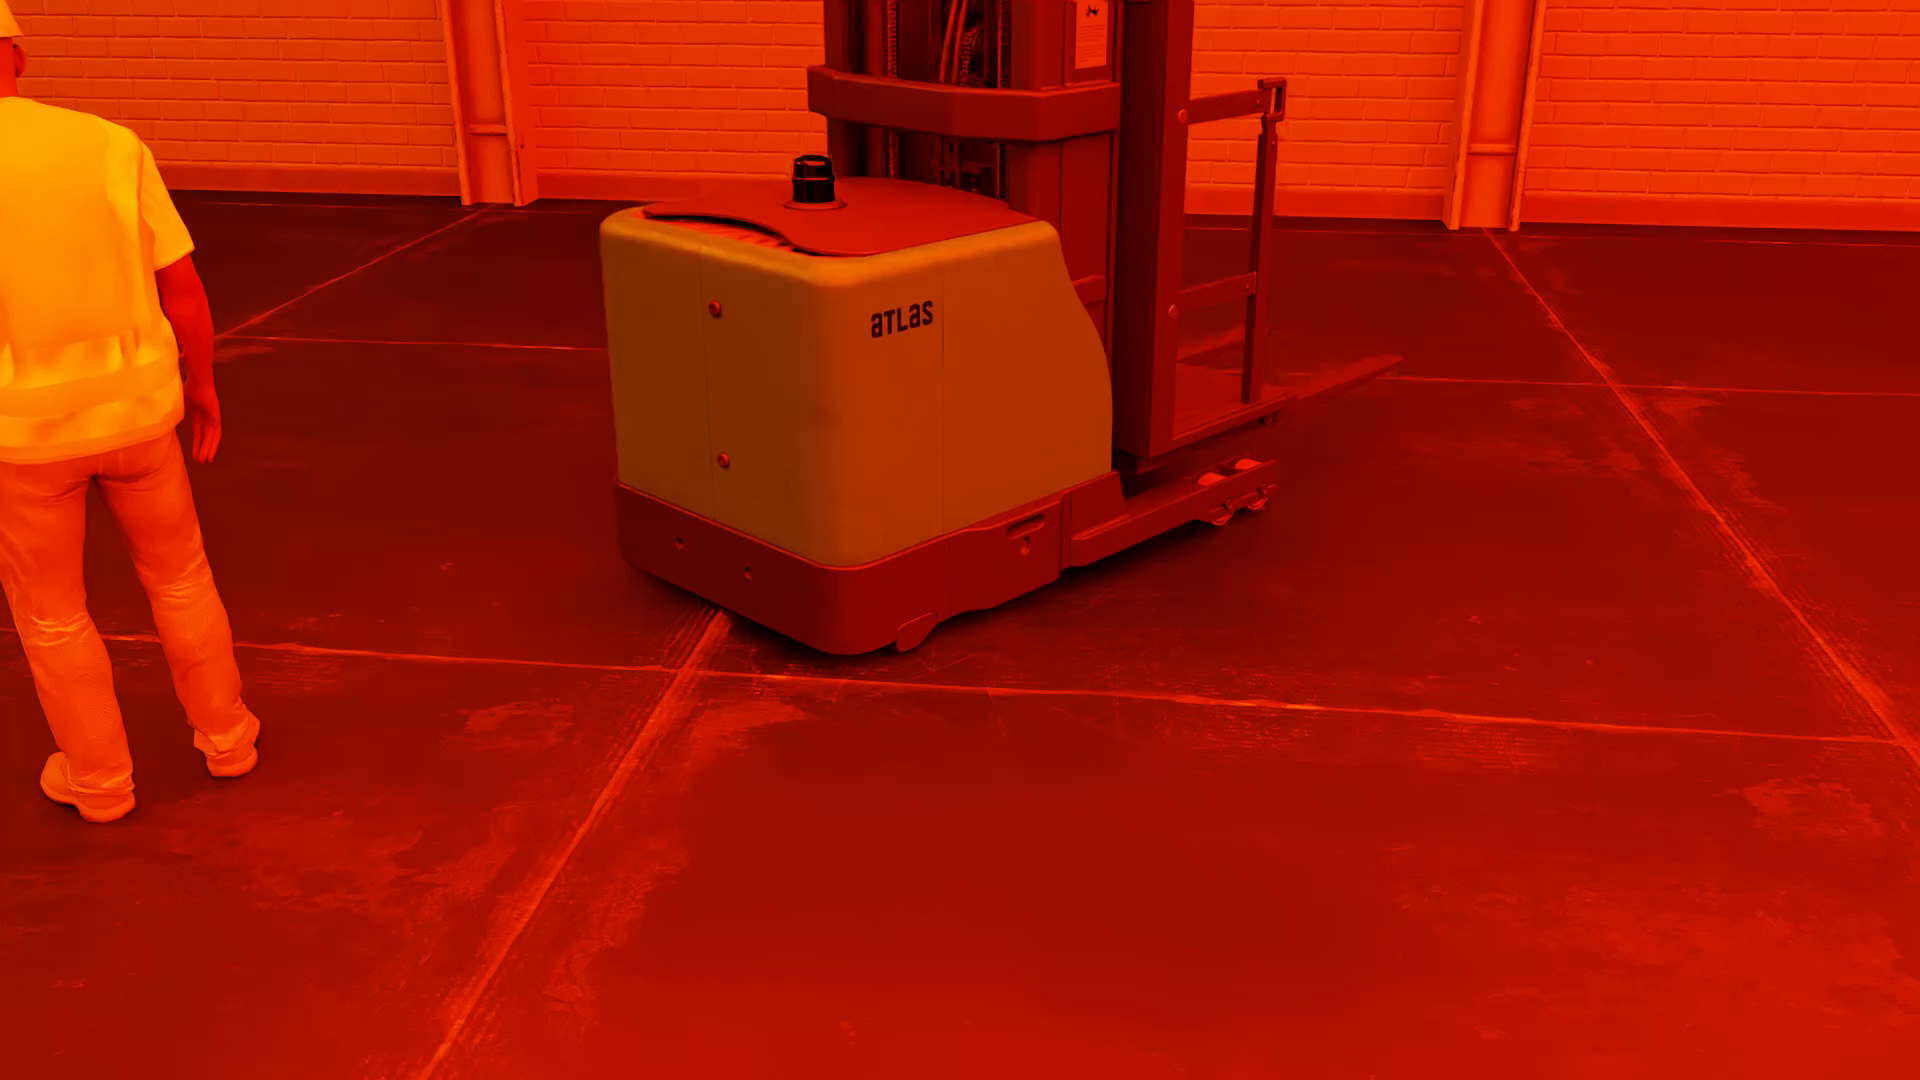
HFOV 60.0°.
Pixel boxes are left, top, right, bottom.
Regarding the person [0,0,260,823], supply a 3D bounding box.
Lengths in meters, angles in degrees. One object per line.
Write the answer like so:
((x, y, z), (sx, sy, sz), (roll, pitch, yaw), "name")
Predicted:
((-1.863, -0.258, 3.467), (0.631, 1.759, 0.461), (-19, 29, -40), "person")

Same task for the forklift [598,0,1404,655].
((0.388, -1.523, 5.037), (1.130, 2.935, 3.031), (20, 29, 40), "forklift")
